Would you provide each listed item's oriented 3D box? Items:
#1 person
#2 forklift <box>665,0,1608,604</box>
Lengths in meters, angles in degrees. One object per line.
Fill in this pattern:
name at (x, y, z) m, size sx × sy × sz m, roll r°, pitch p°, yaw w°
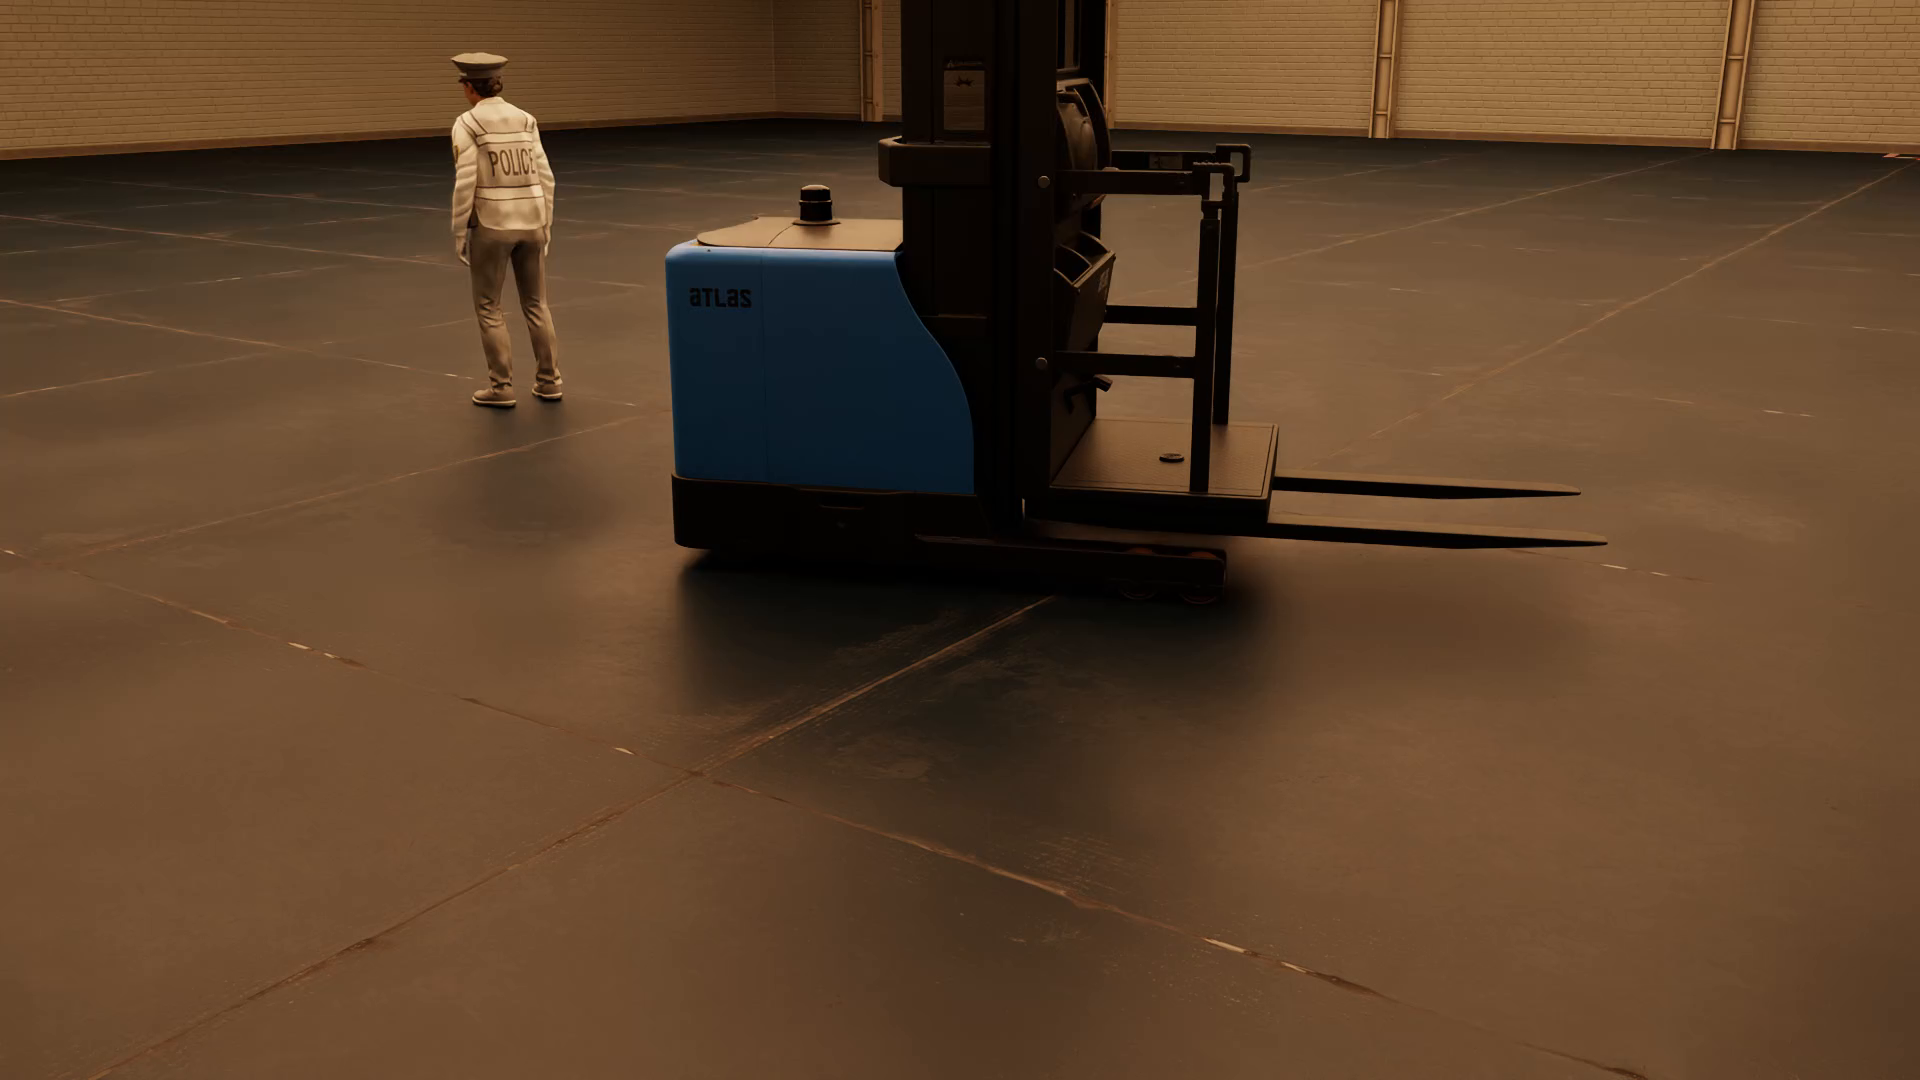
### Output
person at (-2.191, -1.476, 7.988) m, size 0.535 × 1.662 × 0.374 m, roll -15°, pitch 23°, yaw -42°
forklift at (0.595, -1.367, 5.404) m, size 3.031 × 2.935 × 1.130 m, roll 4°, pitch 17°, yaw 12°
